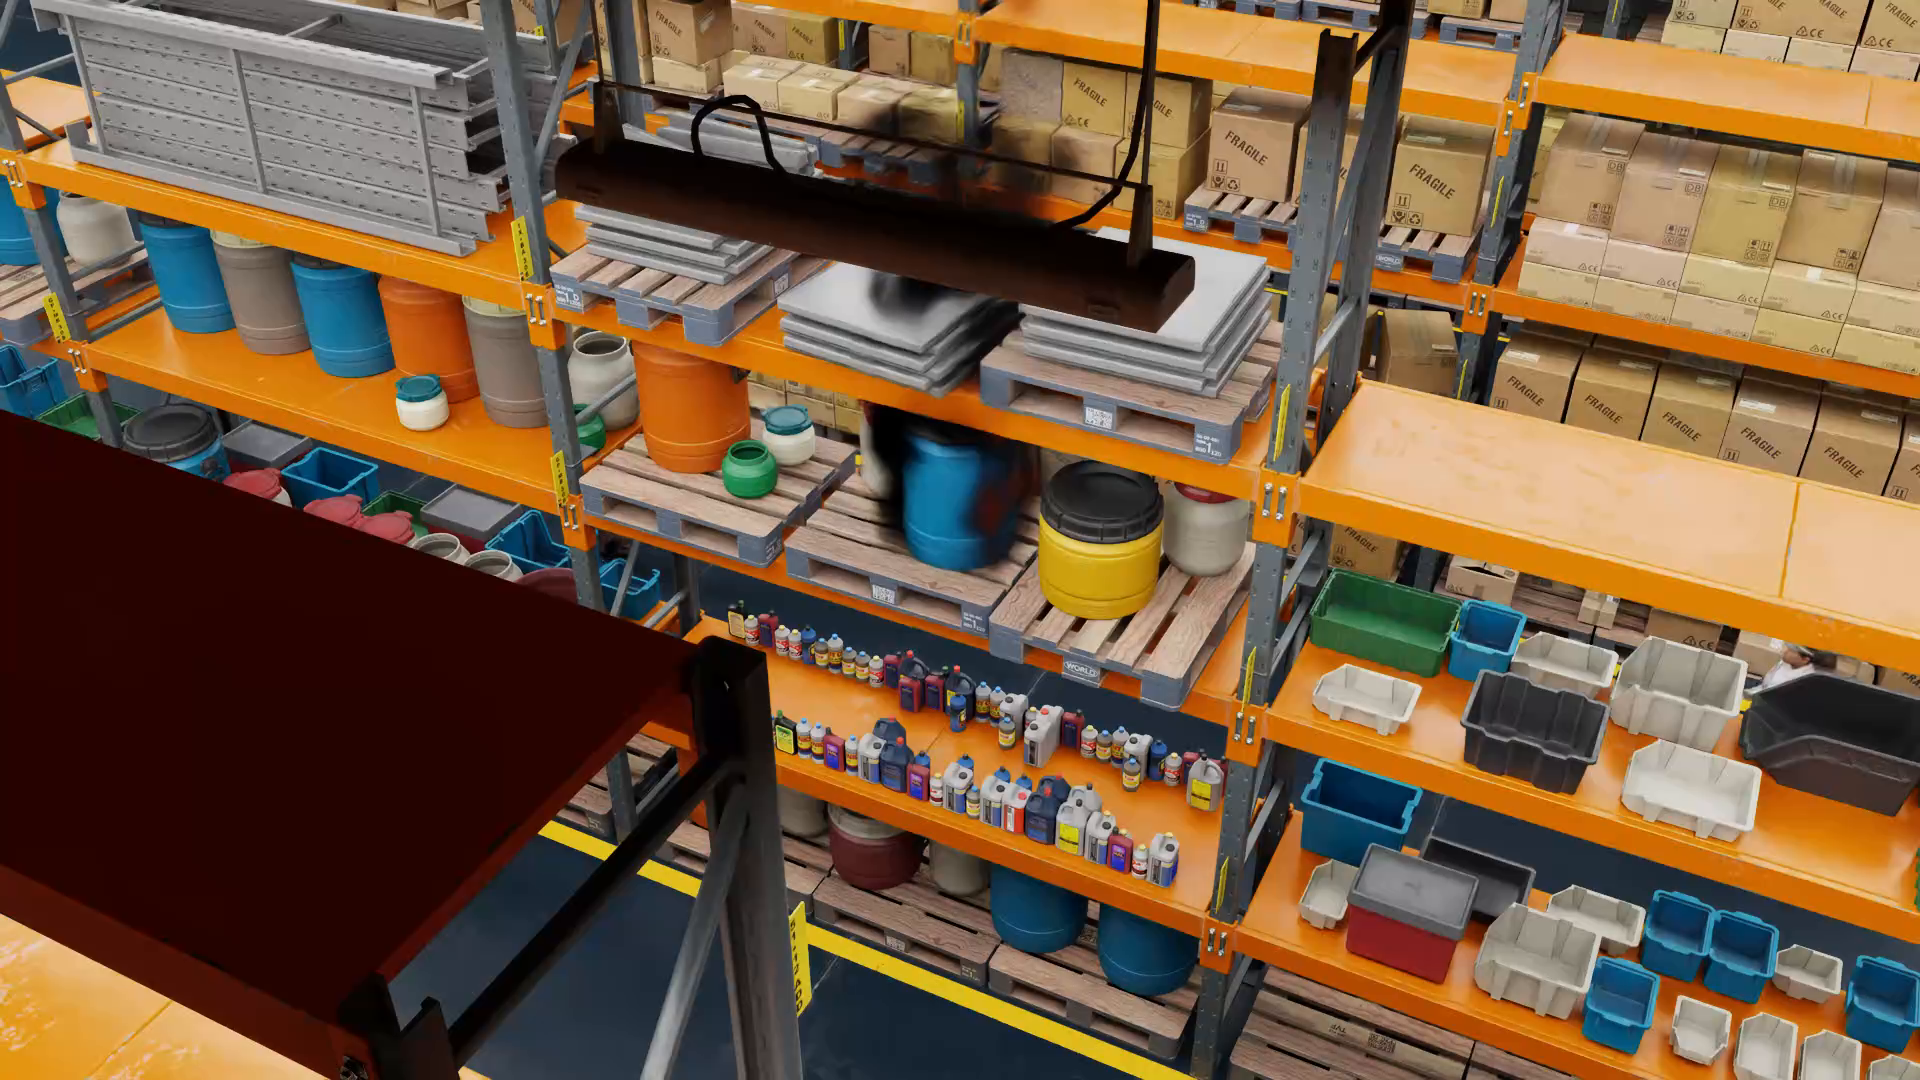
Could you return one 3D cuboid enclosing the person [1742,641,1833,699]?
[{"bbox_3d":[5.272,1.304,10.568,0.891,1.724,0.487,10,36,14],"label":"person"}]

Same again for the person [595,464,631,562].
[{"bbox_3d":[-2.939,-0.581,13.224,0.564,1.676,0.635,15,38,20],"label":"person"}]
